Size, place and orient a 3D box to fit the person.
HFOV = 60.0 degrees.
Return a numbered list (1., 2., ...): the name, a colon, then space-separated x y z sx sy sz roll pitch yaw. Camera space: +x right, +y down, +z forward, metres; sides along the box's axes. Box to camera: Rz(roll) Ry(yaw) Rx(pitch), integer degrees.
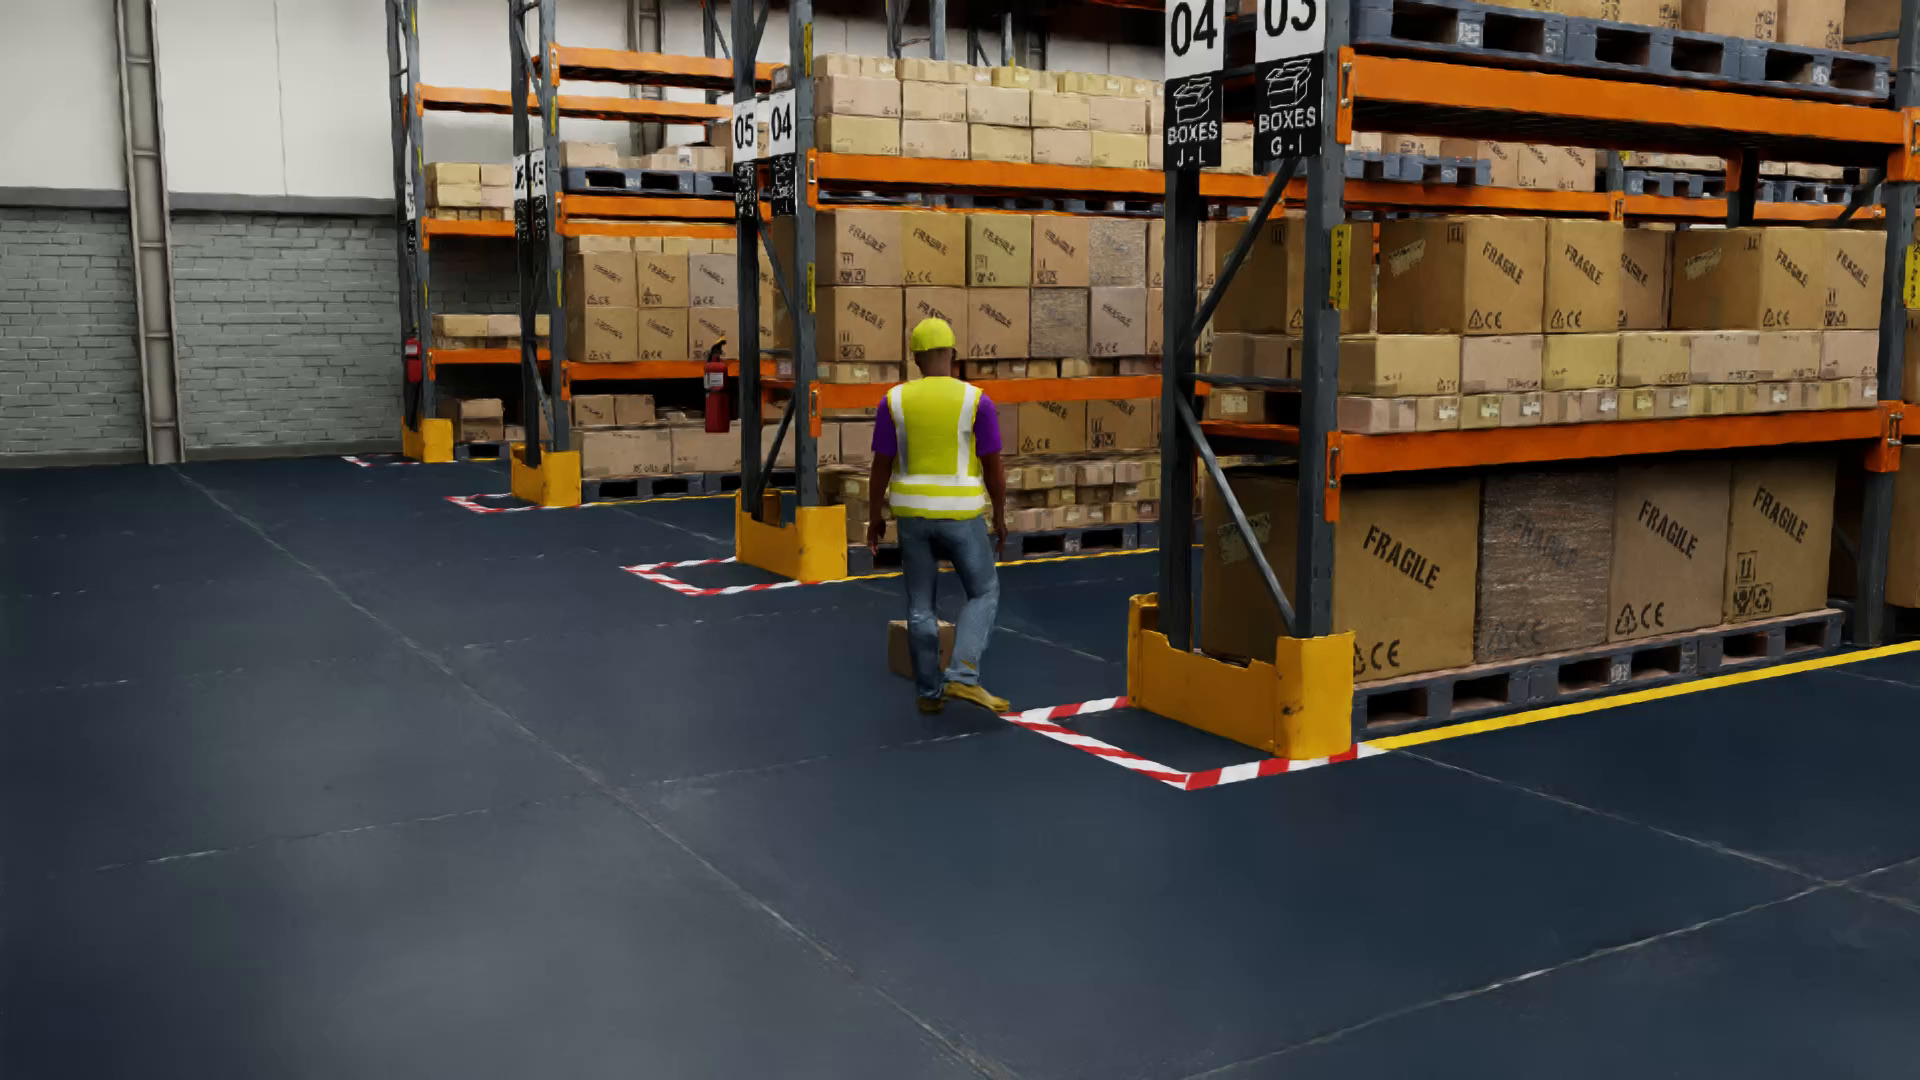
1. person: -0.090 -0.101 7.394 0.667 1.766 0.523 1 8 10
